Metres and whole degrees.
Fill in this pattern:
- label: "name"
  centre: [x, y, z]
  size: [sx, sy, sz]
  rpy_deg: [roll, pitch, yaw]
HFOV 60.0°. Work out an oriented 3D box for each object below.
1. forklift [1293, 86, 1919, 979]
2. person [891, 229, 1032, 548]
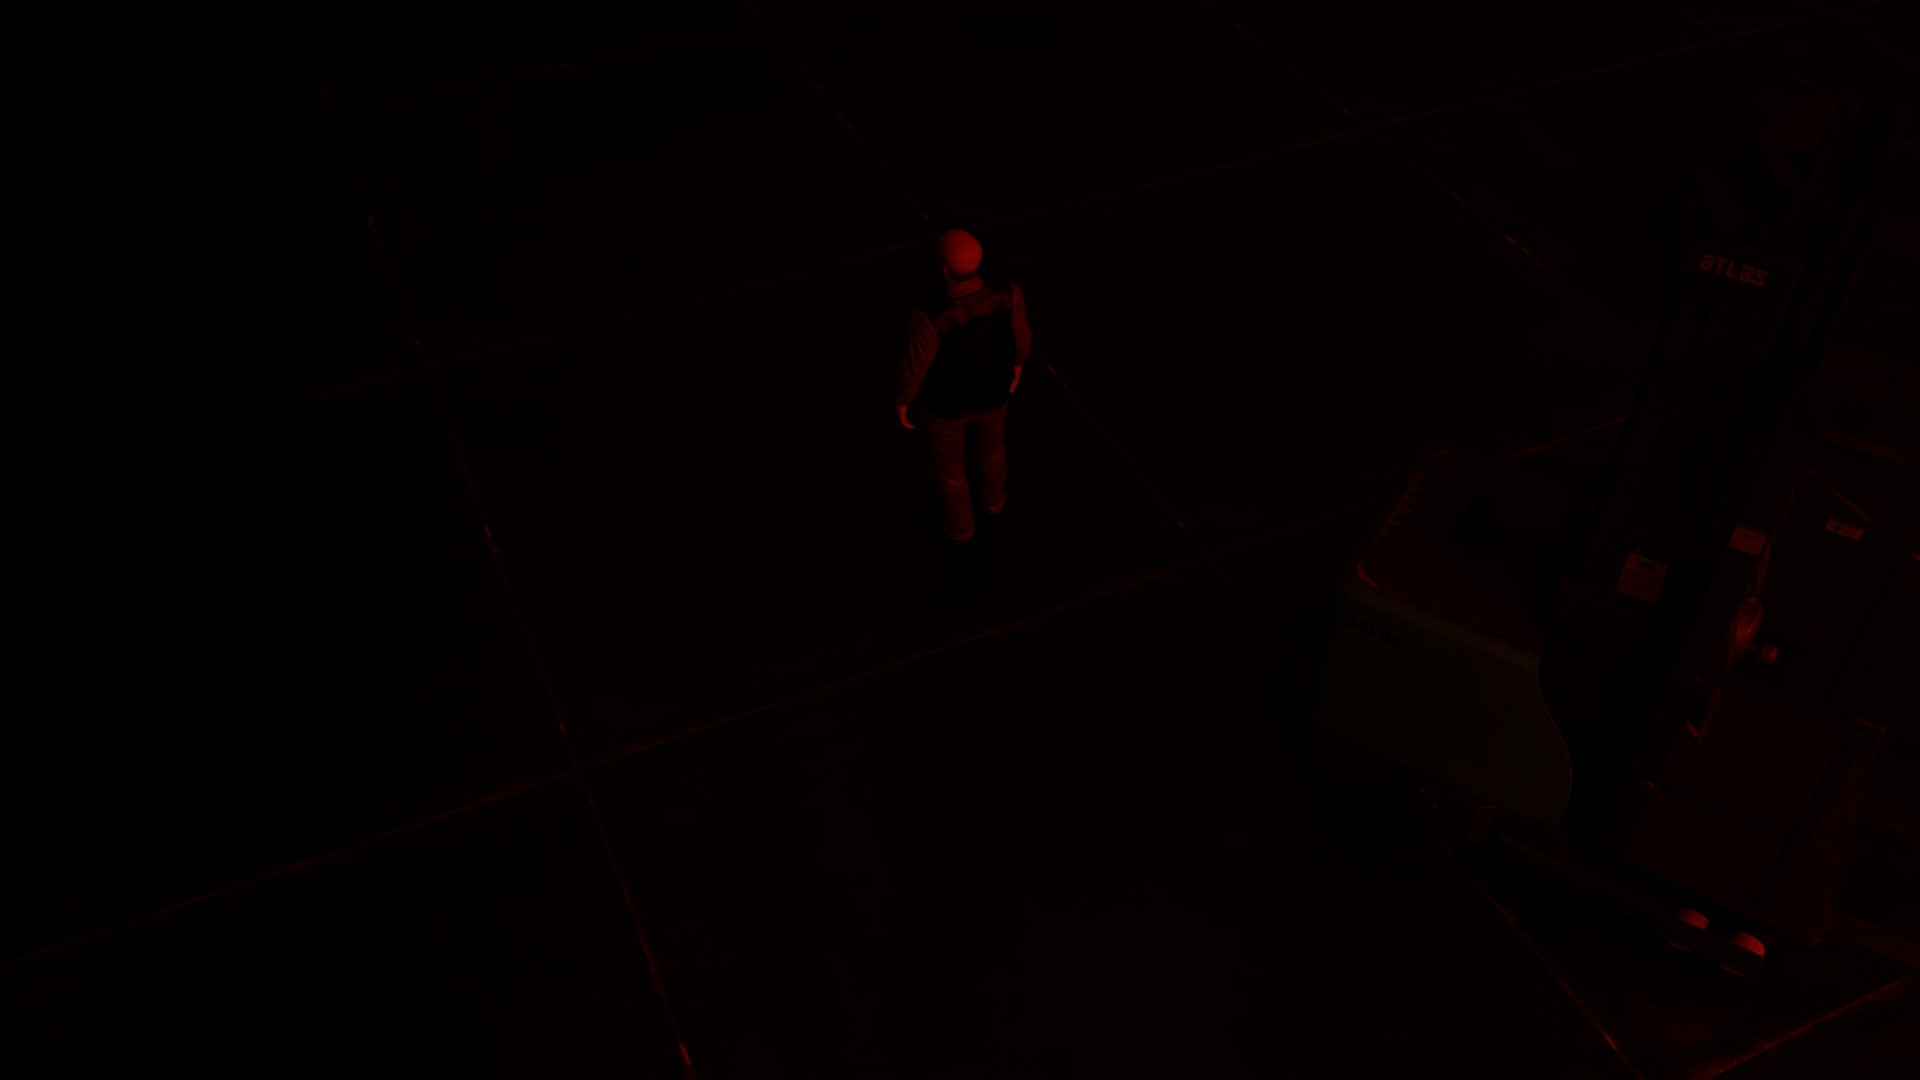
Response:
- label: "forklift"
  centre: [2.886, 0.109, 5.564]
  size: [3.031, 2.935, 1.130]
  rpy_deg: [23, 48, 23]
- label: "person"
  centre: [-0.020, -0.676, 7.280]
  size: [0.634, 1.722, 0.566]
  rpy_deg: [-18, 46, -18]
